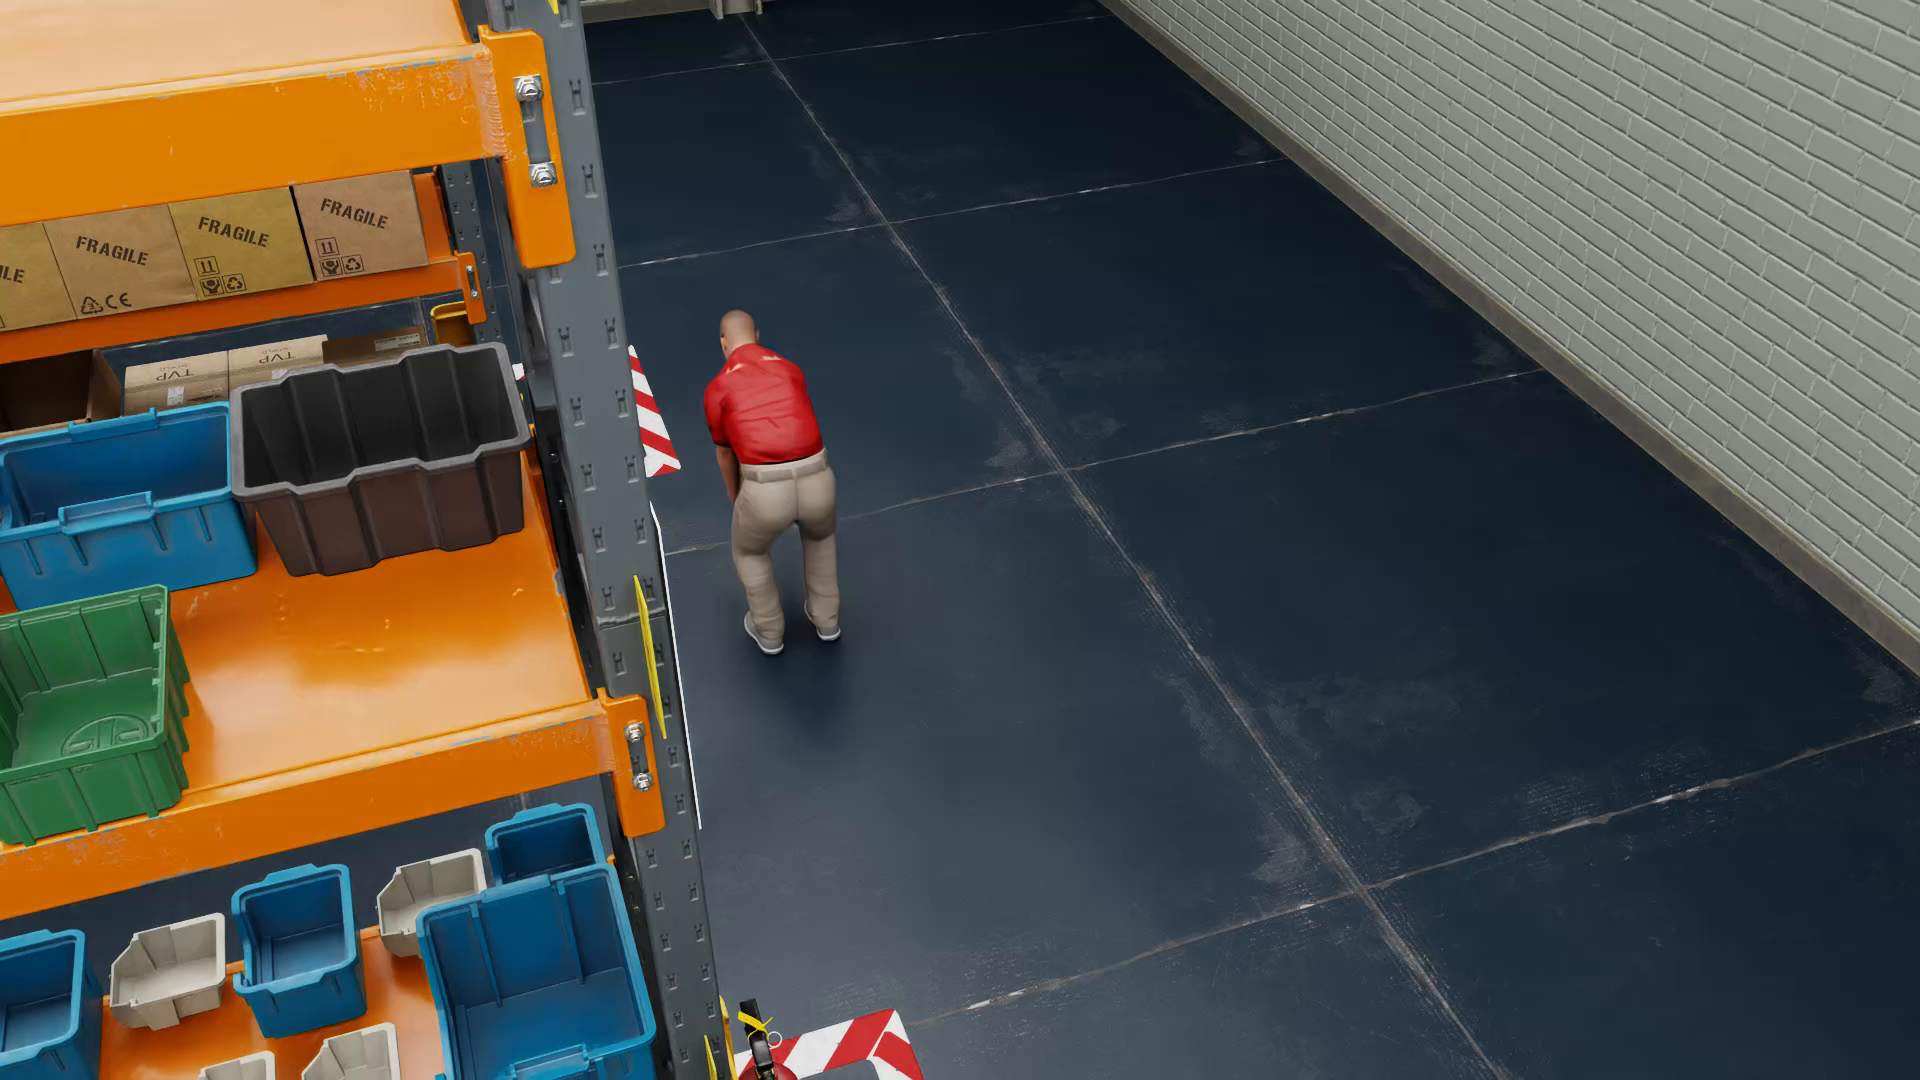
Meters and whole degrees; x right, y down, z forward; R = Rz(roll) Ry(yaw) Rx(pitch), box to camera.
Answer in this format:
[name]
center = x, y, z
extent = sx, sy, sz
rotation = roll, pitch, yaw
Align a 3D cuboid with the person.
[person]
center = -0.826, -0.245, 7.373
extent = 0.482, 1.255, 0.821
rotation = -14, 40, -17
